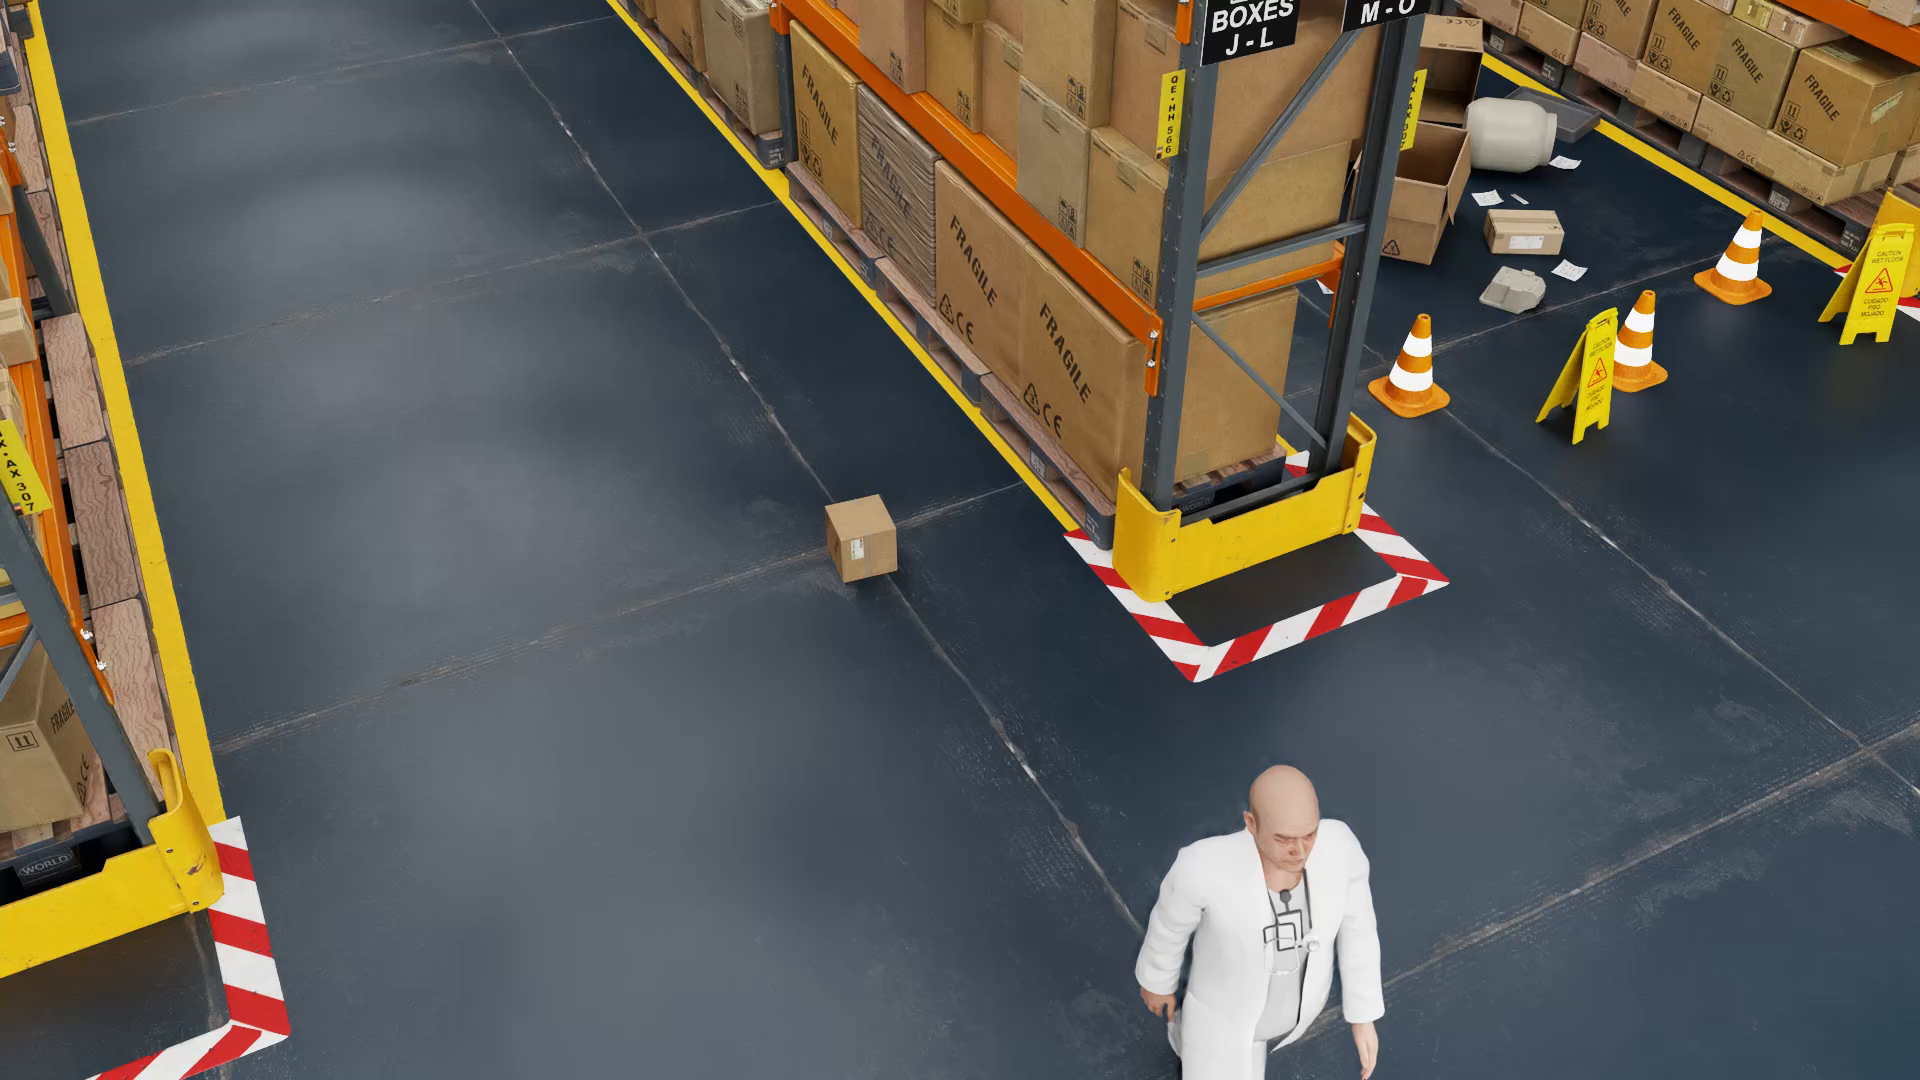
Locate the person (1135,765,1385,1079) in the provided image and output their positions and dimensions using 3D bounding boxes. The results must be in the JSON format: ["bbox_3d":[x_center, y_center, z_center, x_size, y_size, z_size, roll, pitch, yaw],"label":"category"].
[{"bbox_3d":[0.862,1.327,4.600,0.607,1.727,1.096,-12,42,-13],"label":"person"}]
